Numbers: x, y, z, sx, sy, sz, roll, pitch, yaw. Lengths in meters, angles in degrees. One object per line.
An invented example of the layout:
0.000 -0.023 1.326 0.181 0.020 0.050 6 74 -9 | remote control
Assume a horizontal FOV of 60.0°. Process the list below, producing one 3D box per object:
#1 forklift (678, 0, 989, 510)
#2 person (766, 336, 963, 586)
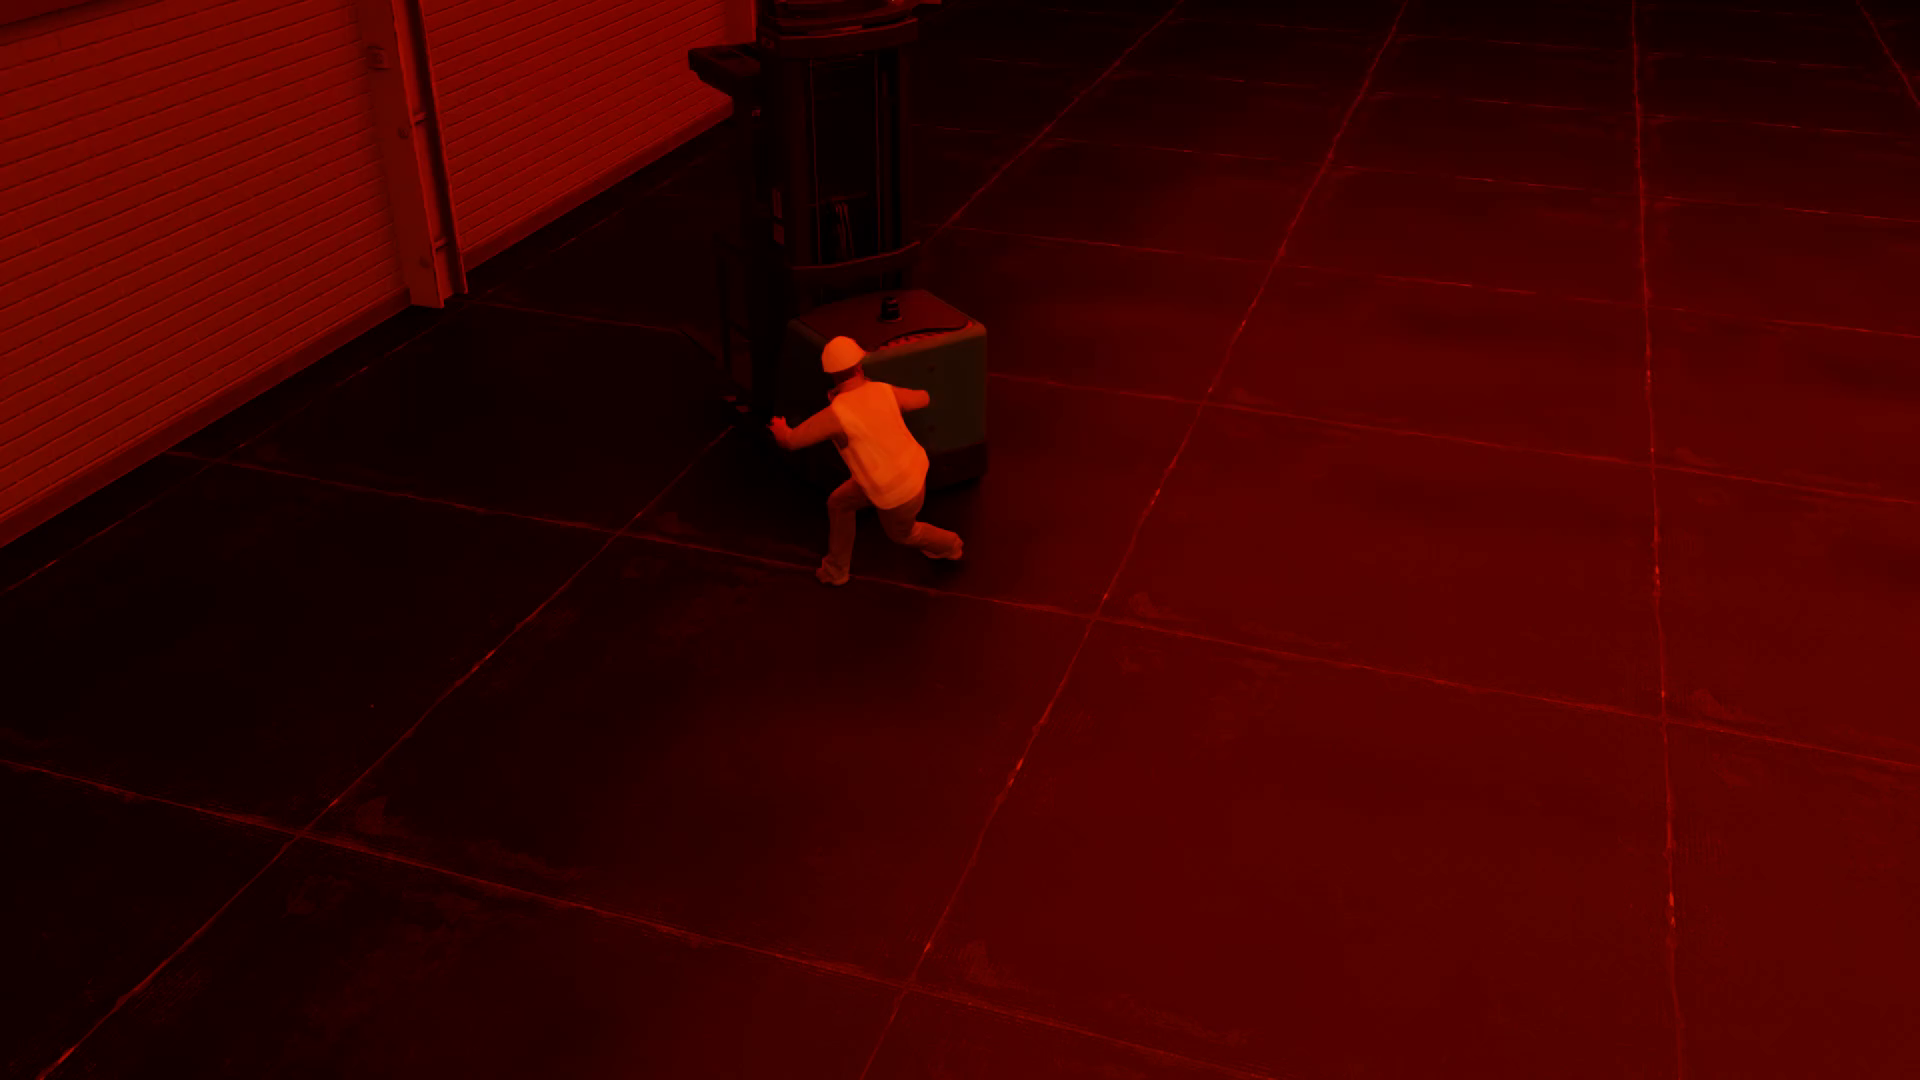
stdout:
-1.027 -2.146 10.902 1.130 2.935 3.031 -17 34 -28 | forklift
-0.554 -0.458 9.358 1.003 1.545 0.943 11 31 18 | person
